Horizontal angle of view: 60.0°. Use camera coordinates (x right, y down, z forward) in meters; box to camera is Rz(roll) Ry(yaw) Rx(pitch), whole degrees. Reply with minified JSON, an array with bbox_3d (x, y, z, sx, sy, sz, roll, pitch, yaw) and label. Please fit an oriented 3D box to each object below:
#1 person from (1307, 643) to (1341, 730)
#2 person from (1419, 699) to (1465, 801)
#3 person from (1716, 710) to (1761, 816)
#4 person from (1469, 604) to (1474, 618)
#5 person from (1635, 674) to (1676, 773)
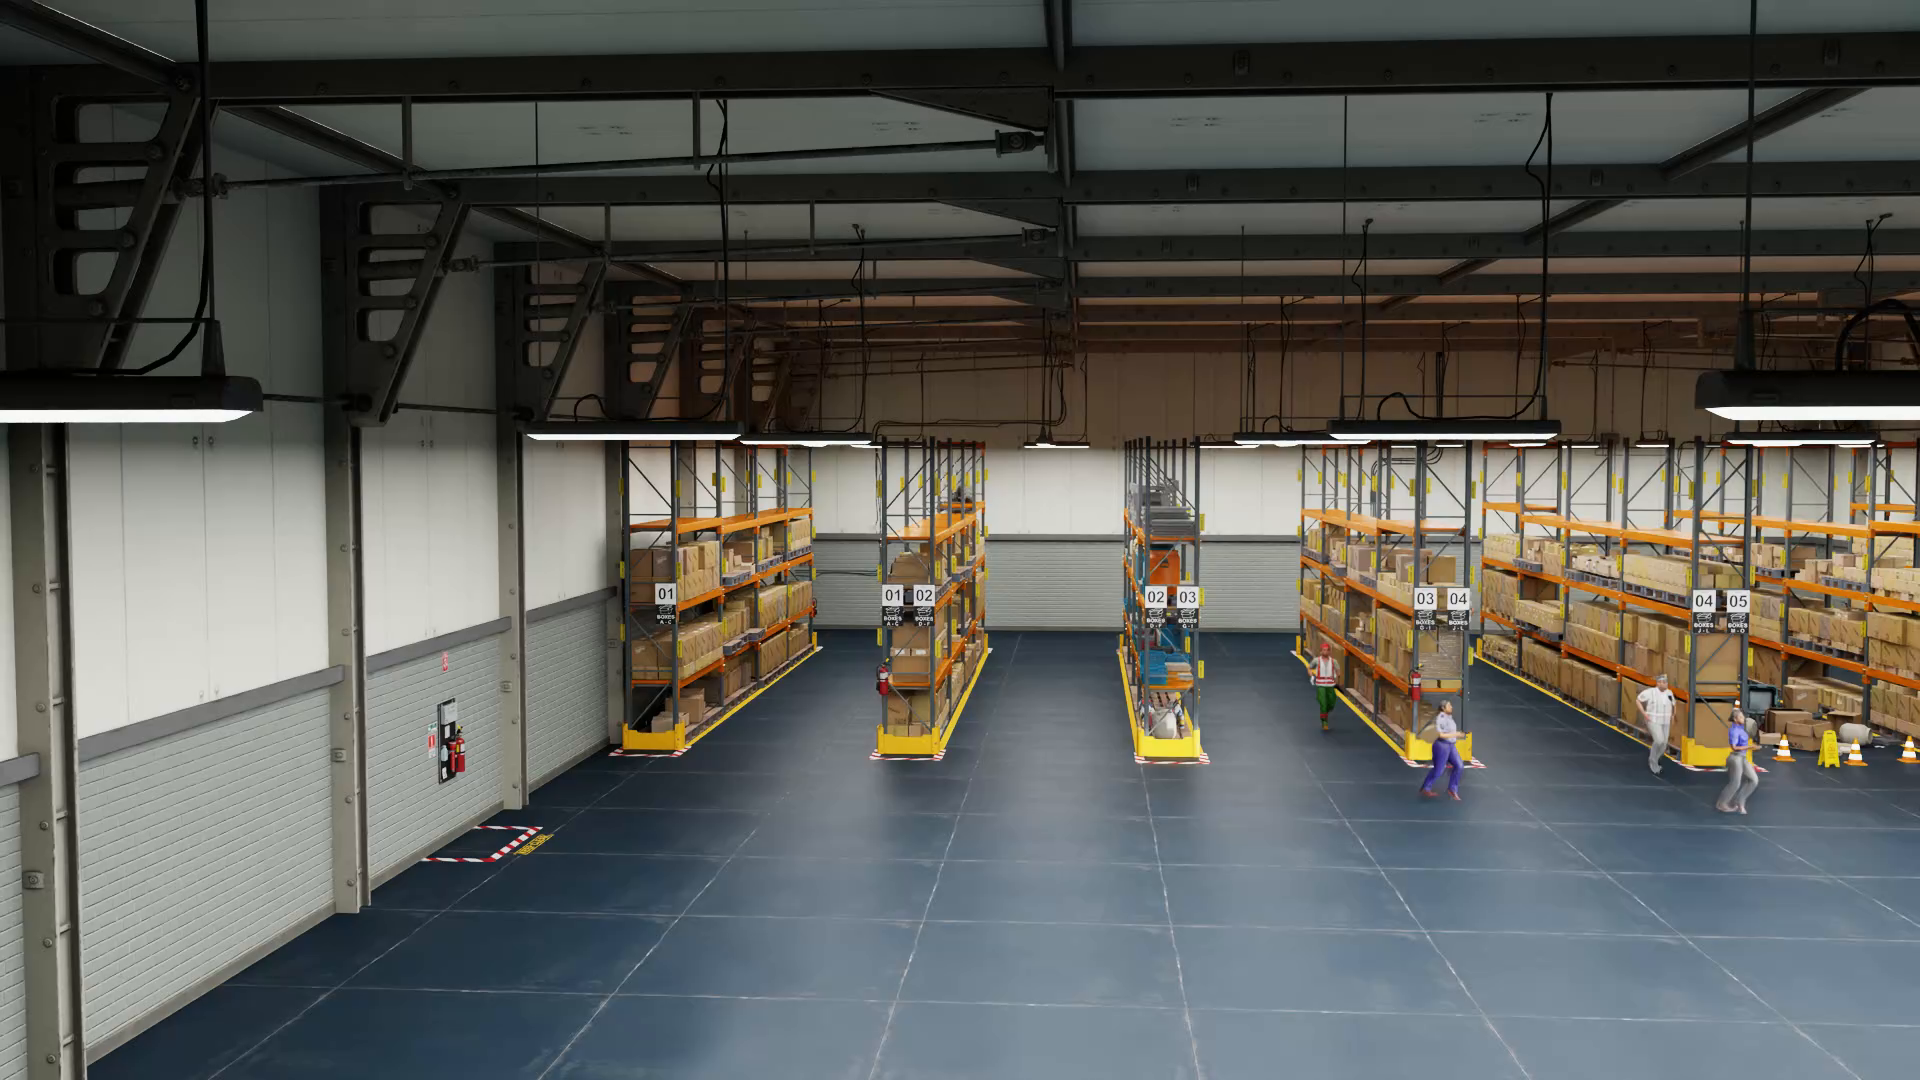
[{"bbox_3d":[7.519,3.009,34.282,0.669,1.760,0.868,0,3,0],"label":"person"},{"bbox_3d":[7.920,3.463,27.231,0.746,1.695,0.583,2,4,35],"label":"person"},{"bbox_3d":[12.249,3.509,26.112,0.660,1.683,0.555,3,4,43],"label":"person"},{"bbox_3d":[14.164,2.307,47.239,0.885,1.794,0.724,-1,3,-17],"label":"person"},{"bbox_3d":[12.480,3.272,29.667,0.677,1.770,0.632,-1,3,-9],"label":"person"}]
